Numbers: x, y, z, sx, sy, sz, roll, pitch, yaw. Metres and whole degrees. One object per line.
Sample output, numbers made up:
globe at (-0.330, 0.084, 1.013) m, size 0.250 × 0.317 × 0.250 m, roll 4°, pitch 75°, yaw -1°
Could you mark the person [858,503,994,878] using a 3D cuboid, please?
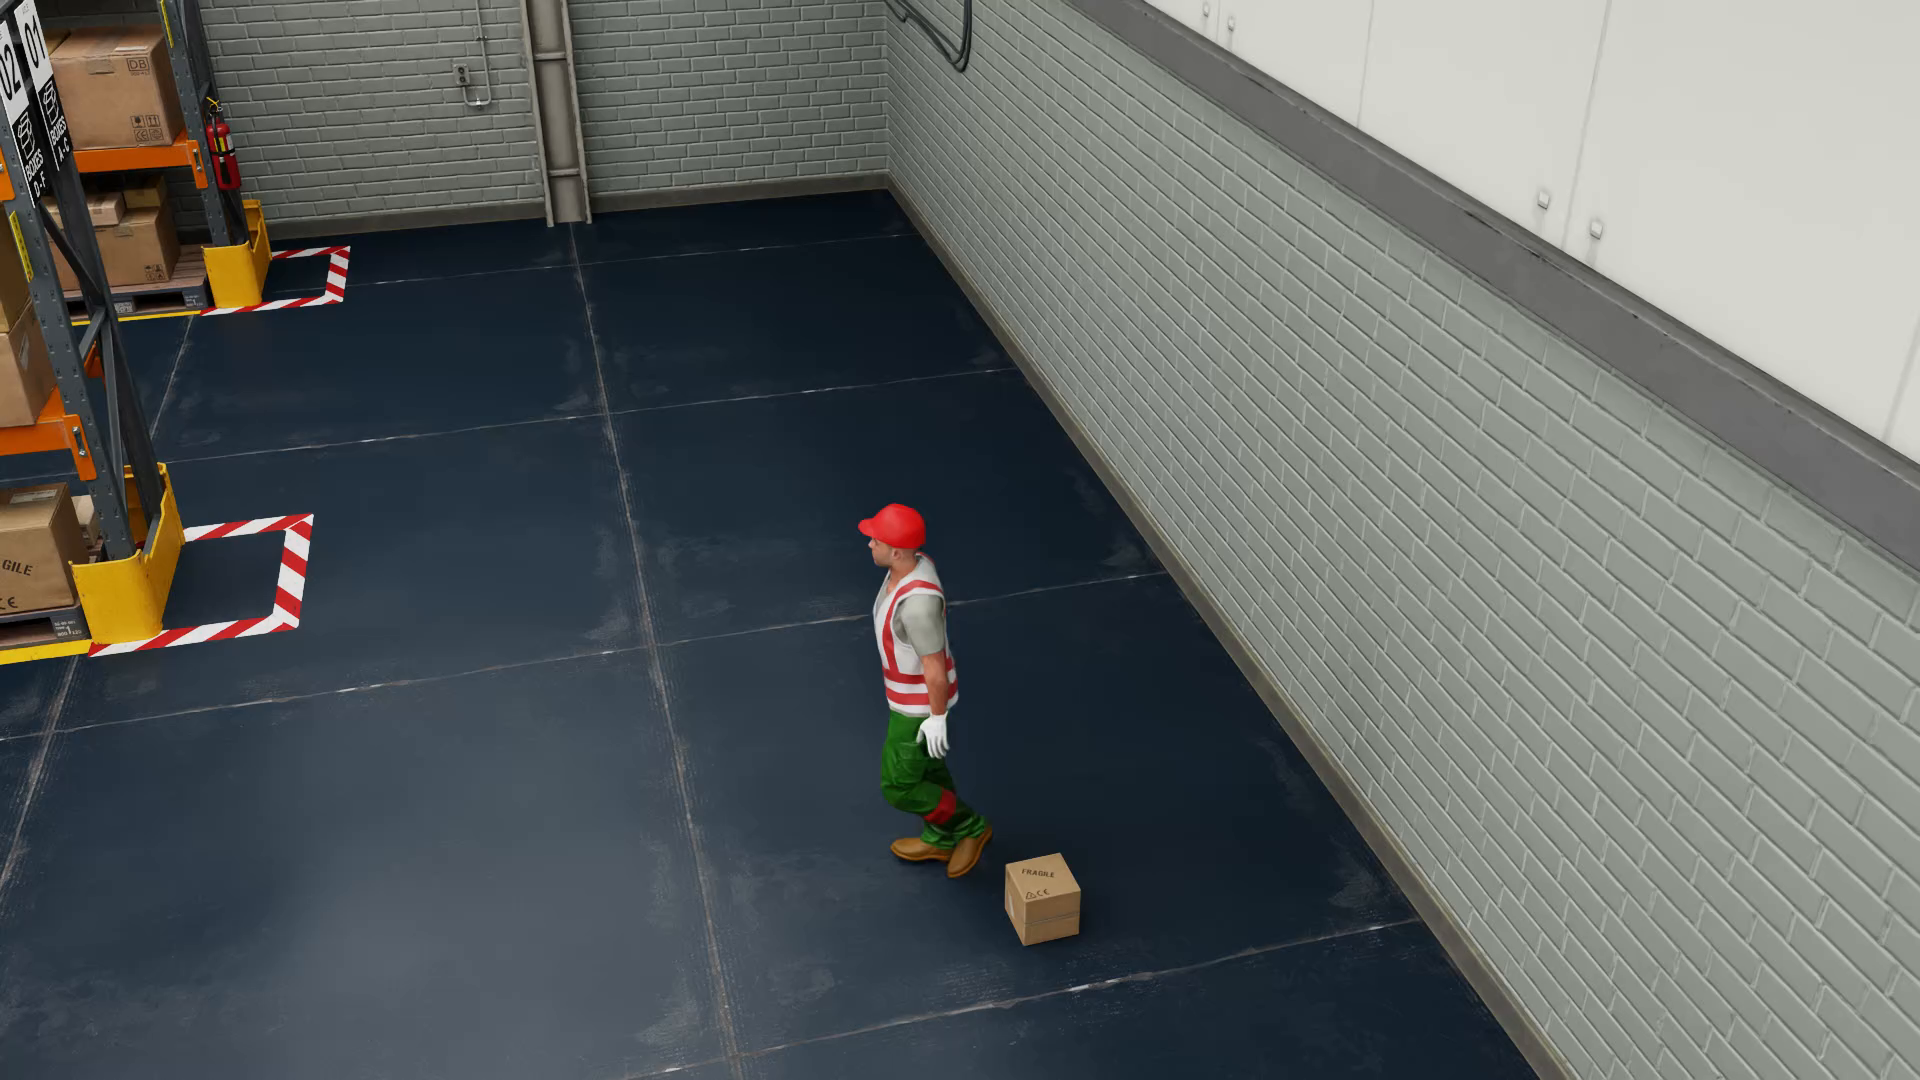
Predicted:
person at (-0.131, 0.659, 7.067) m, size 0.548 × 1.782 × 0.588 m, roll -3°, pitch 30°, yaw -4°
